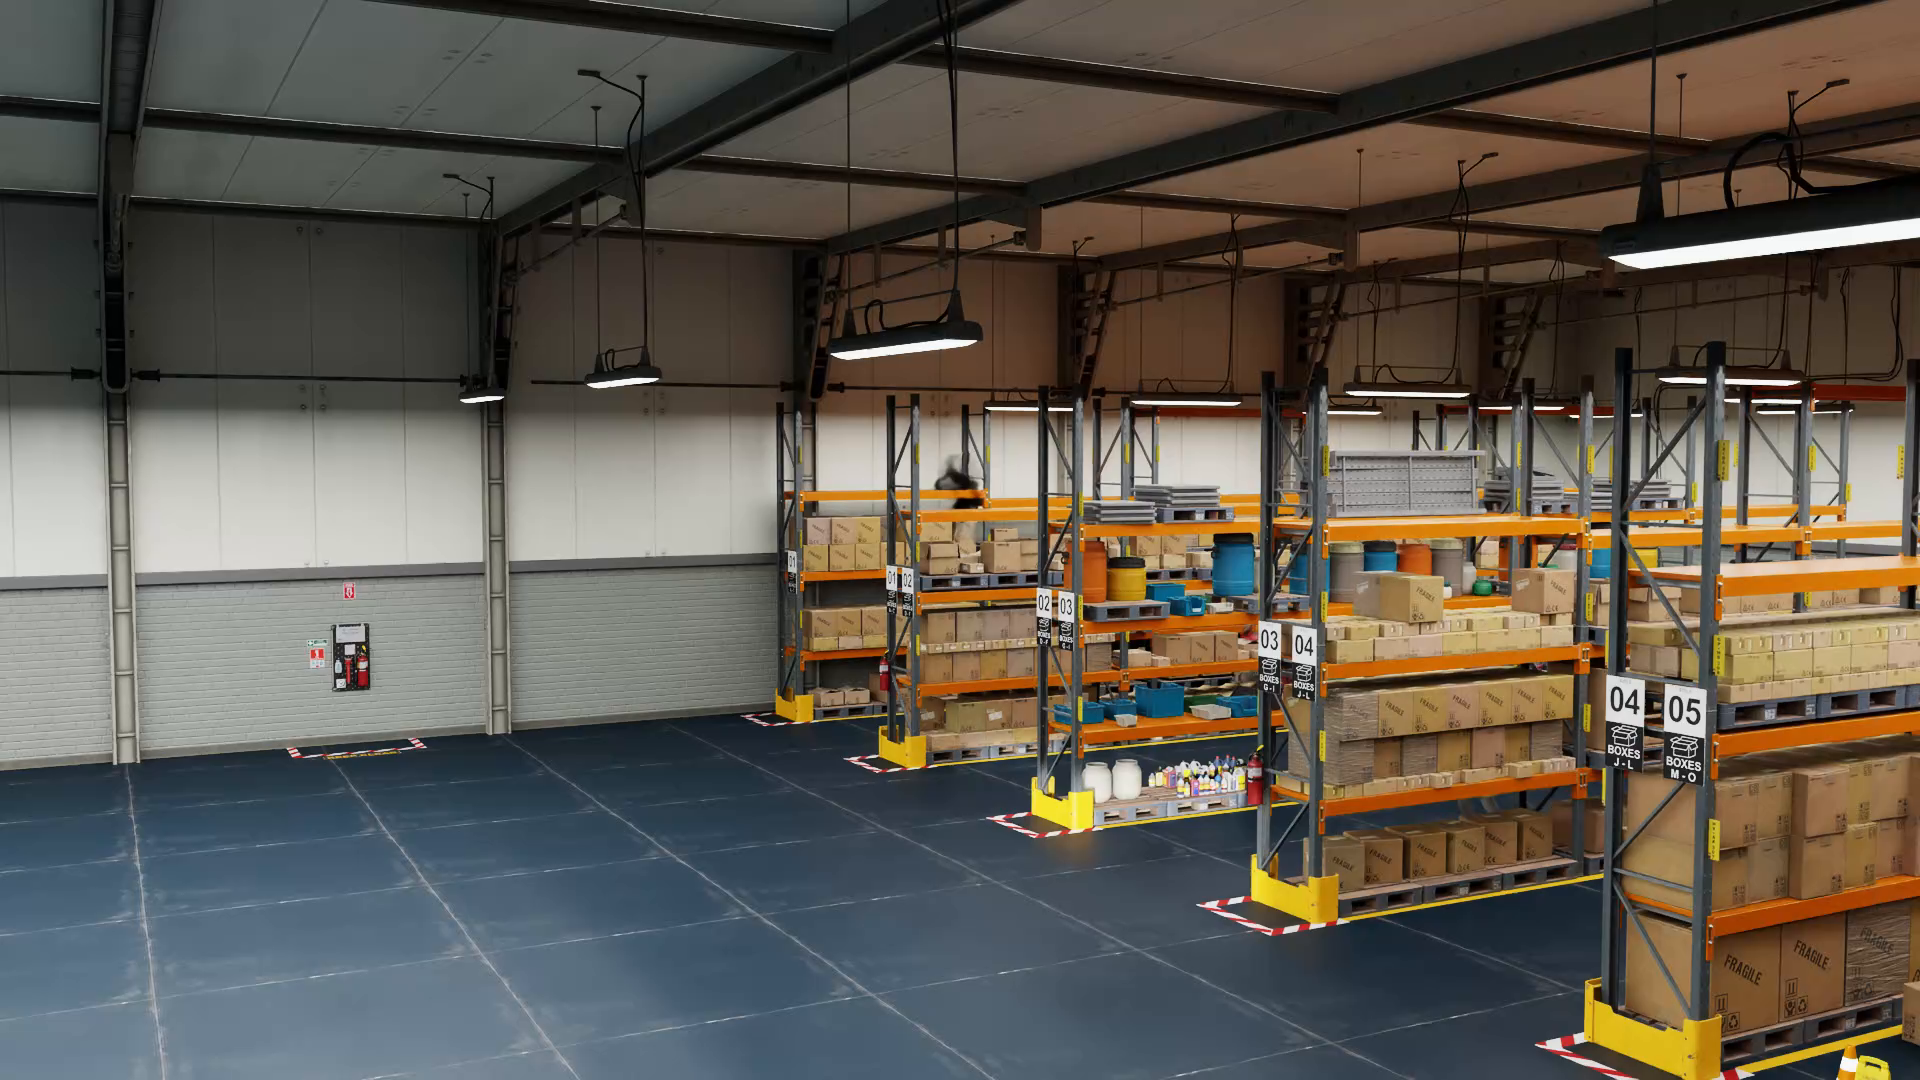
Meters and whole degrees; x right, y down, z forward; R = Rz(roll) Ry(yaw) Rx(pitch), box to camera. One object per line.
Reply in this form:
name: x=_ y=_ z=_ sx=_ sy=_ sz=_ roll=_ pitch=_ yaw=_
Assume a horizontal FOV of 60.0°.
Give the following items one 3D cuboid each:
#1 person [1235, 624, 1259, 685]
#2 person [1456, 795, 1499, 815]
person: x=5.684 y=2.457 z=33.003 sx=0.622 sy=1.674 sz=0.659 roll=-2 pitch=4 yaw=-35
person: x=6.828 y=3.066 z=21.851 sx=0.777 sy=1.859 sz=0.624 roll=-2 pitch=4 yaw=-29
